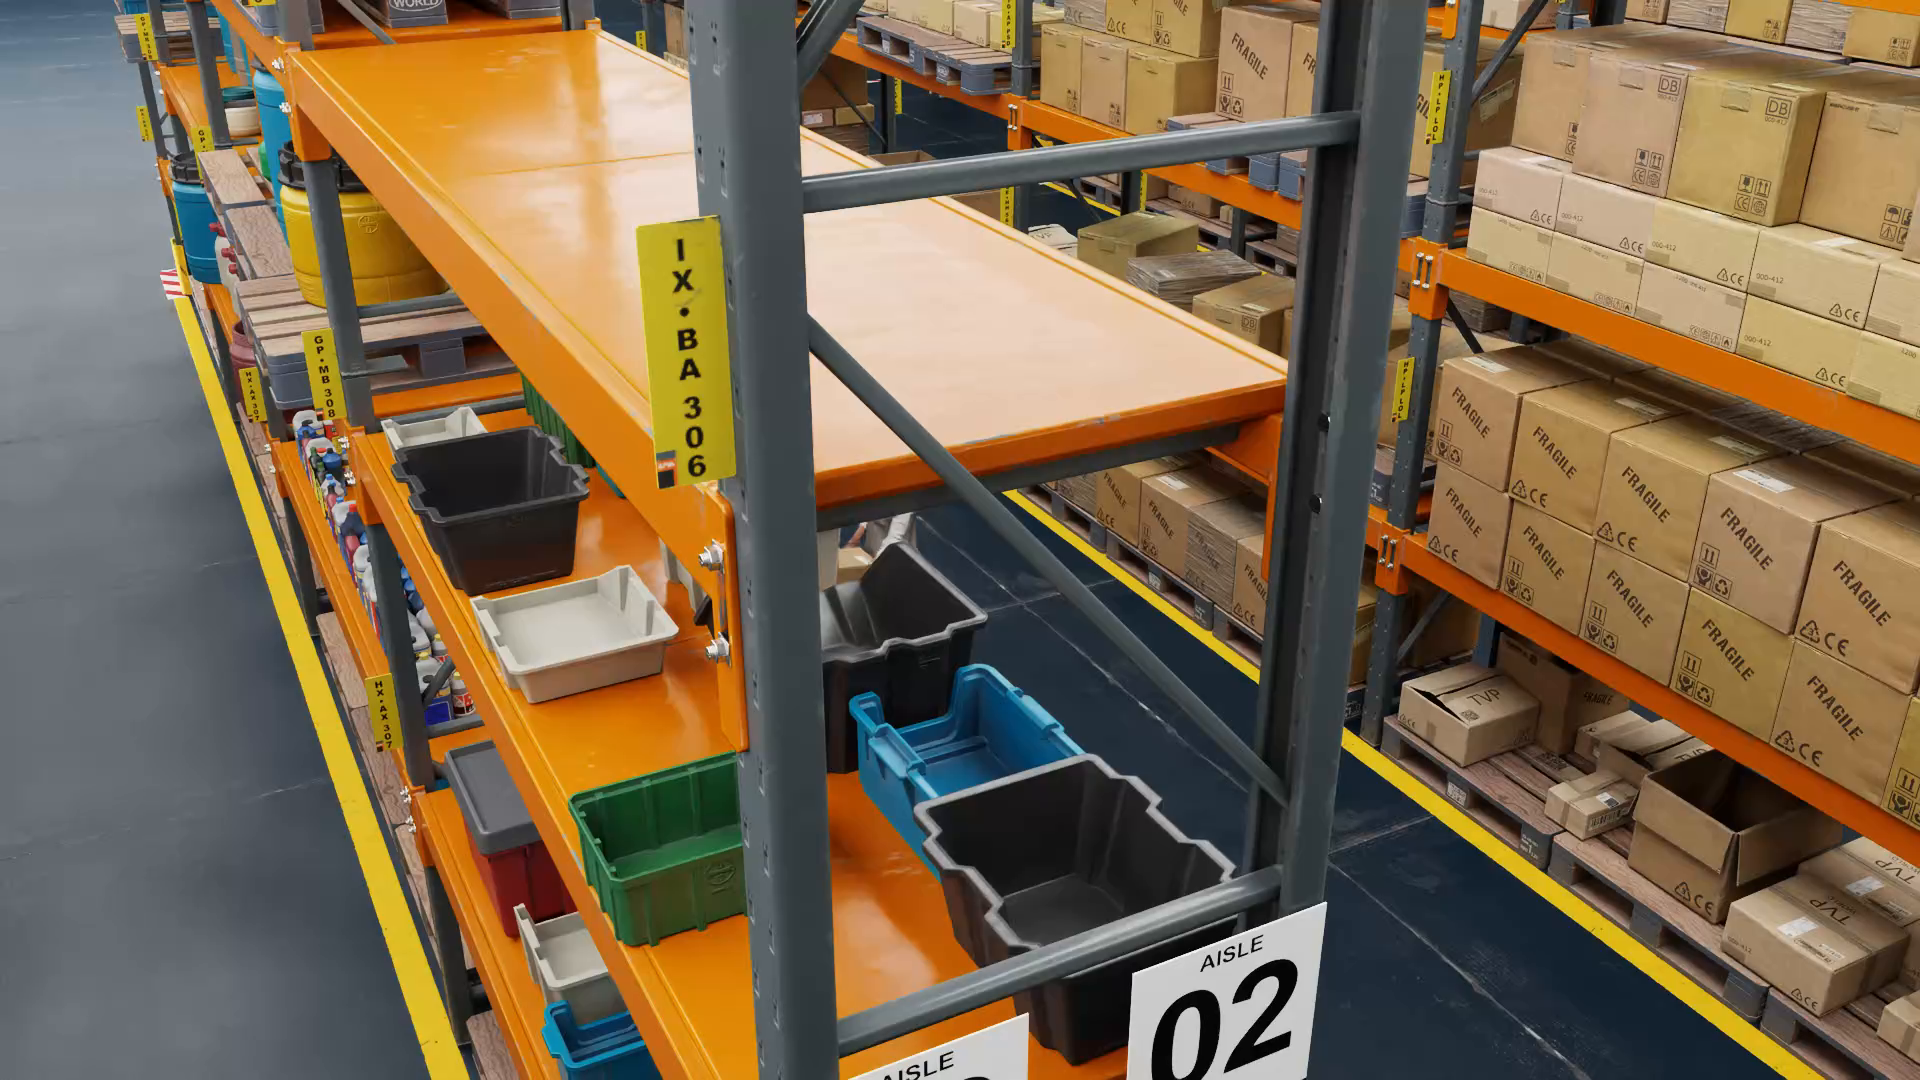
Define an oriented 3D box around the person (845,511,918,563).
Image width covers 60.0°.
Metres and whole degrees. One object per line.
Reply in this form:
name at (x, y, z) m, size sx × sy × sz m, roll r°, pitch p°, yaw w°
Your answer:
person at (-0.438, 0.159, 9.287) m, size 0.442 × 1.599 × 0.444 m, roll -9°, pitch 27°, yaw -18°
